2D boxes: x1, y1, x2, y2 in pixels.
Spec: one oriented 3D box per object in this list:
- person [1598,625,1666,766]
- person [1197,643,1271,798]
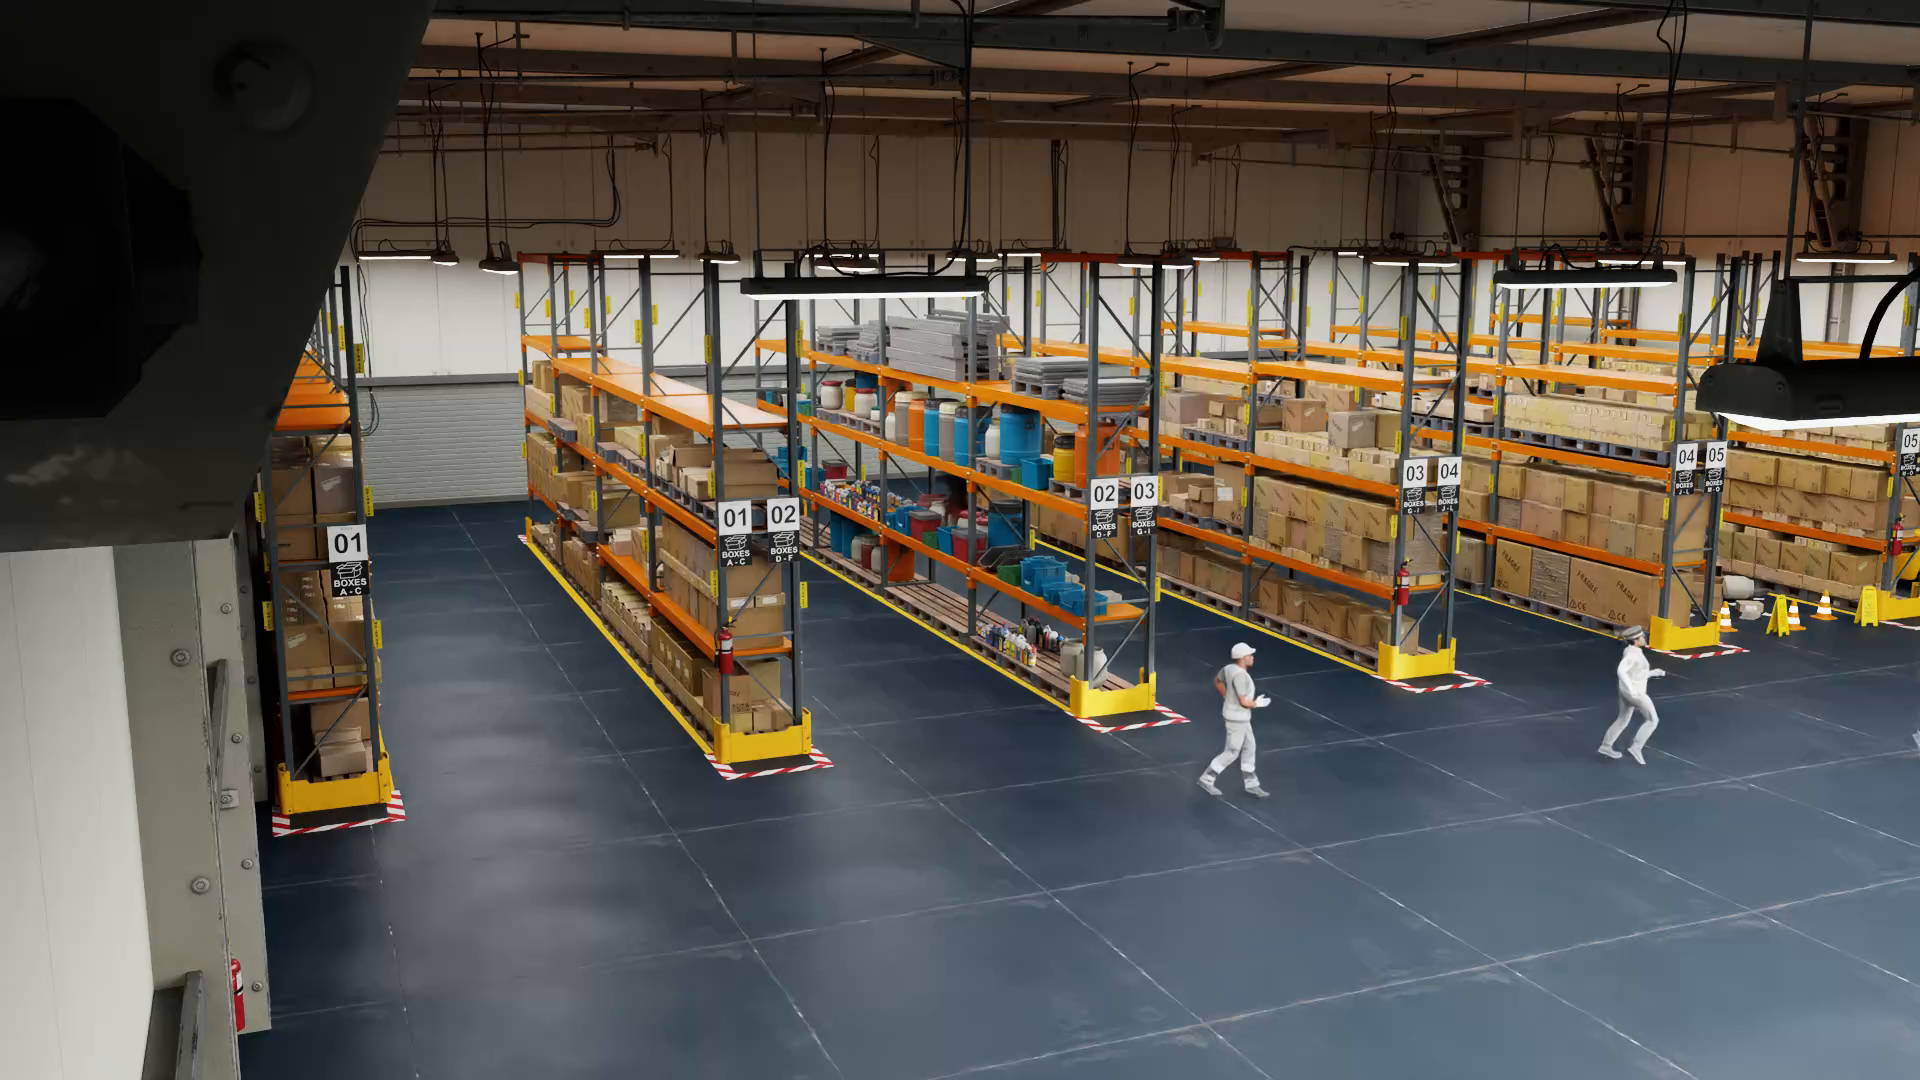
[{"bbox_3d":[8.149,1.876,20.113,0.708,1.726,0.572,1,10,6],"label":"person"},{"bbox_3d":[3.118,2.054,18.820,0.854,1.829,0.684,0,10,2],"label":"person"}]
